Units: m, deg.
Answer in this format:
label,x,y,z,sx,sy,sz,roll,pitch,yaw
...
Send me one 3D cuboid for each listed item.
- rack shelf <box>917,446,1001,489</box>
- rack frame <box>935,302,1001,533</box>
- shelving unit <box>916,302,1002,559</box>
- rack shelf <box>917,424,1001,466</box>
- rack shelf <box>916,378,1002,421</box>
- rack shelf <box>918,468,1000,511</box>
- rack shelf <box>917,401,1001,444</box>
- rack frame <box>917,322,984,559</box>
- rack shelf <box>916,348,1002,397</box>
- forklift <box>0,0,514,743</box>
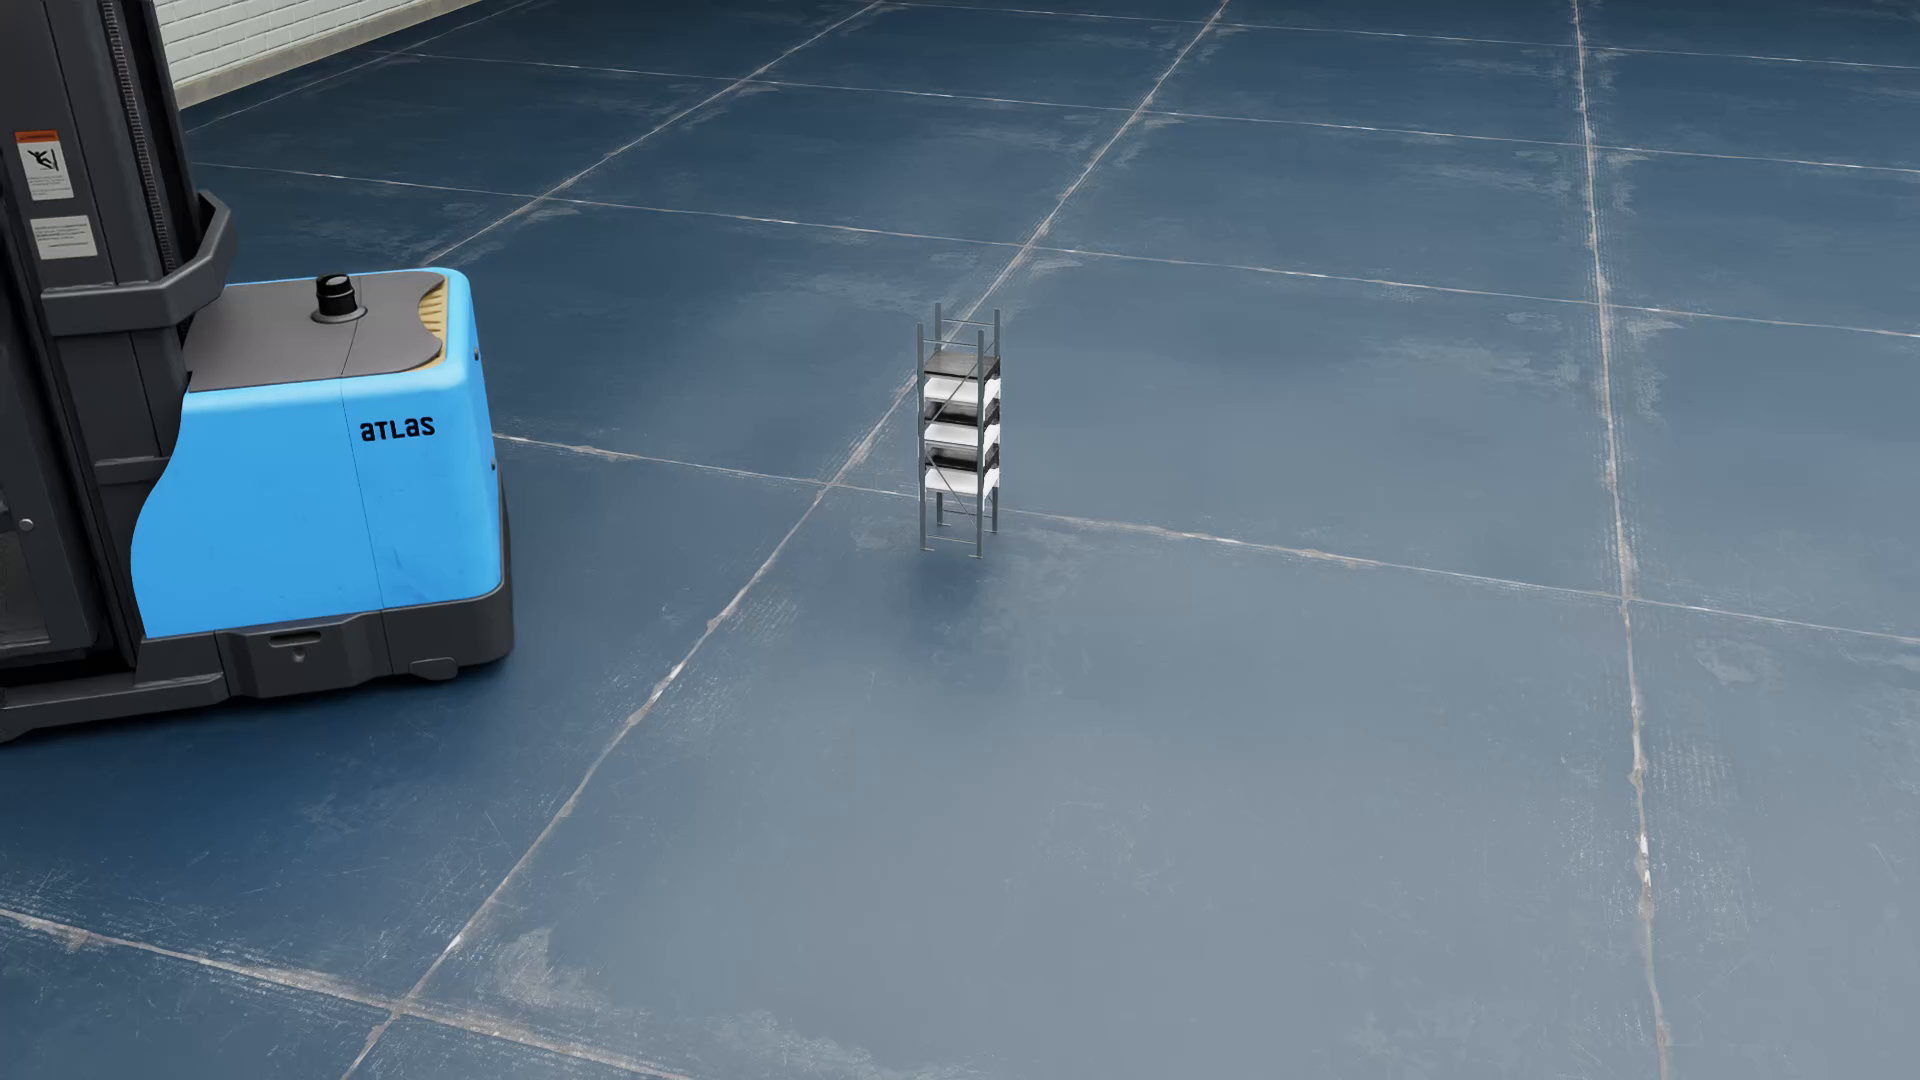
label,x,y,z,sx,sy,sz,roll,pitch,yaw
rack shelf,-0.002,-0.282,6.084,0.258,0.077,0.200,8,30,15
rack frame,0.027,-0.437,6.109,0.240,0.900,0.006,8,30,15
shelving unit,-0.002,-0.389,6.024,0.258,0.900,0.210,8,30,15
rack shelf,-0.002,-0.360,6.041,0.258,0.077,0.200,8,30,15
rack shelf,-0.002,-0.518,5.953,0.258,0.077,0.200,8,30,15
rack shelf,-0.002,-0.203,6.128,0.258,0.077,0.200,8,30,15
rack shelf,-0.002,-0.439,5.997,0.258,0.077,0.200,8,30,15
rack frame,-0.032,-0.342,5.940,0.240,0.900,0.006,8,30,15
rack shelf,-0.002,-0.596,5.909,0.258,0.077,0.200,8,30,15
forklift,-3.045,-0.894,4.842,3.031,2.935,1.130,-7,30,-13
